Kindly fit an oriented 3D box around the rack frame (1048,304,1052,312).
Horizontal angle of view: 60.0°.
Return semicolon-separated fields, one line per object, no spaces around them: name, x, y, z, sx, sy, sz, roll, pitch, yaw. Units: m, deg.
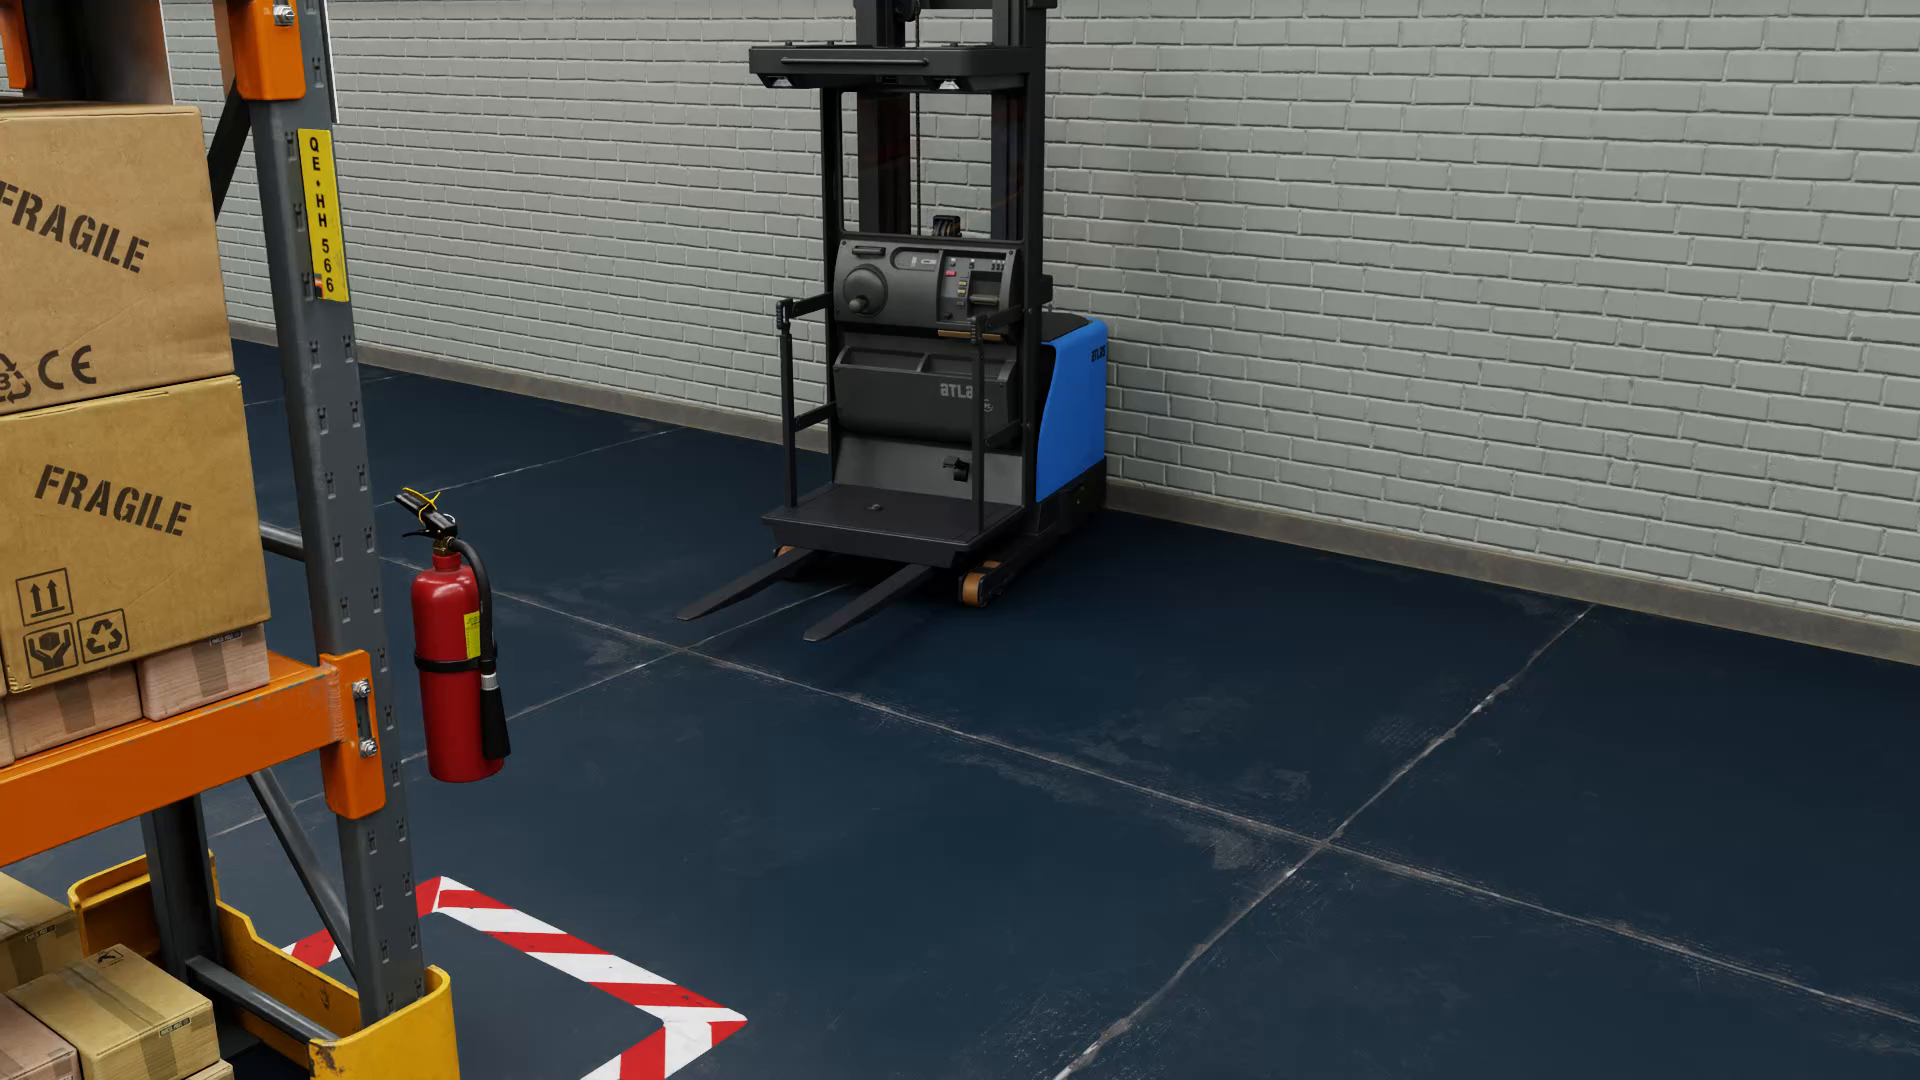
rack frame;0.389;-0.721;9.259;0.240;1.200;0.006;12;18;35

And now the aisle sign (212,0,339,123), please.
aisle sign;-1.383;-1.232;3.271;0.394;0.787;0.004;12;21;35

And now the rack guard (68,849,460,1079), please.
rack guard;-1.712;1.185;4.083;1.175;0.500;0.348;12;21;35

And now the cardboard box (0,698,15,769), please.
cardboard box;-1.950;0.336;3.027;0.380;0.149;0.250;12;21;34

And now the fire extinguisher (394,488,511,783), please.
fire extinguisher;-1.146;0.210;3.768;0.296;0.674;0.183;12;21;35

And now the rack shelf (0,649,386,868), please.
rack shelf;-2.859;0.793;2.344;1.077;0.370;4.000;12;21;35

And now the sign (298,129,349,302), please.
sign;-1.233;-0.627;3.221;0.100;0.325;0.005;12;21;35

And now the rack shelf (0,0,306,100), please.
rack shelf;-2.859;-0.639;1.899;1.077;0.370;4.000;12;21;35

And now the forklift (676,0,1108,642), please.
forklift;-0.260;-1.230;7.762;1.130;2.935;3.031;8;19;23

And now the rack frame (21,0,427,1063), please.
rack frame;-1.667;-0.026;3.771;1.000;3.000;0.127;12;21;35

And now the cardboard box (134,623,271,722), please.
cardboard box;-1.634;0.221;3.397;0.380;0.149;0.250;12;21;35

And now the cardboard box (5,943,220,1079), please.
cardboard box;-1.779;1.021;3.493;0.380;0.149;0.250;13;21;35

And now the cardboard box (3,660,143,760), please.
cardboard box;-1.813;0.274;3.228;0.380;0.149;0.250;12;21;35

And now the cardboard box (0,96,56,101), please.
cardboard box;-2.148;-0.634;3.371;0.500;0.500;0.500;12;21;34

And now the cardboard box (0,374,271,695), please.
cardboard box;-1.728;-0.064;3.221;0.500;0.500;0.500;13;21;36

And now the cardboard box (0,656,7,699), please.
cardboard box;-2.039;0.058;2.829;0.500;0.500;0.500;12;21;34

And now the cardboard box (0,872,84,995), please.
cardboard box;-2.252;0.915;3.835;0.380;0.149;0.250;11;21;32

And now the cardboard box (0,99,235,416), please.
cardboard box;-1.740;-0.541;3.071;0.500;0.500;0.500;12;21;34

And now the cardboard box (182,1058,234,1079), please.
cardboard box;-1.752;1.169;3.520;0.380;0.149;0.250;12;21;33

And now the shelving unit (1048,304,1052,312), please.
shelving unit;0.444;-0.738;9.330;0.258;1.200;0.189;12;18;35

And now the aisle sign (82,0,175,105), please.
aisle sign;-1.865;-1.338;3.612;0.394;0.787;0.004;12;21;35

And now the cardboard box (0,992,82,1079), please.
cardboard box;-1.975;1.071;3.333;0.380;0.149;0.250;13;21;36
